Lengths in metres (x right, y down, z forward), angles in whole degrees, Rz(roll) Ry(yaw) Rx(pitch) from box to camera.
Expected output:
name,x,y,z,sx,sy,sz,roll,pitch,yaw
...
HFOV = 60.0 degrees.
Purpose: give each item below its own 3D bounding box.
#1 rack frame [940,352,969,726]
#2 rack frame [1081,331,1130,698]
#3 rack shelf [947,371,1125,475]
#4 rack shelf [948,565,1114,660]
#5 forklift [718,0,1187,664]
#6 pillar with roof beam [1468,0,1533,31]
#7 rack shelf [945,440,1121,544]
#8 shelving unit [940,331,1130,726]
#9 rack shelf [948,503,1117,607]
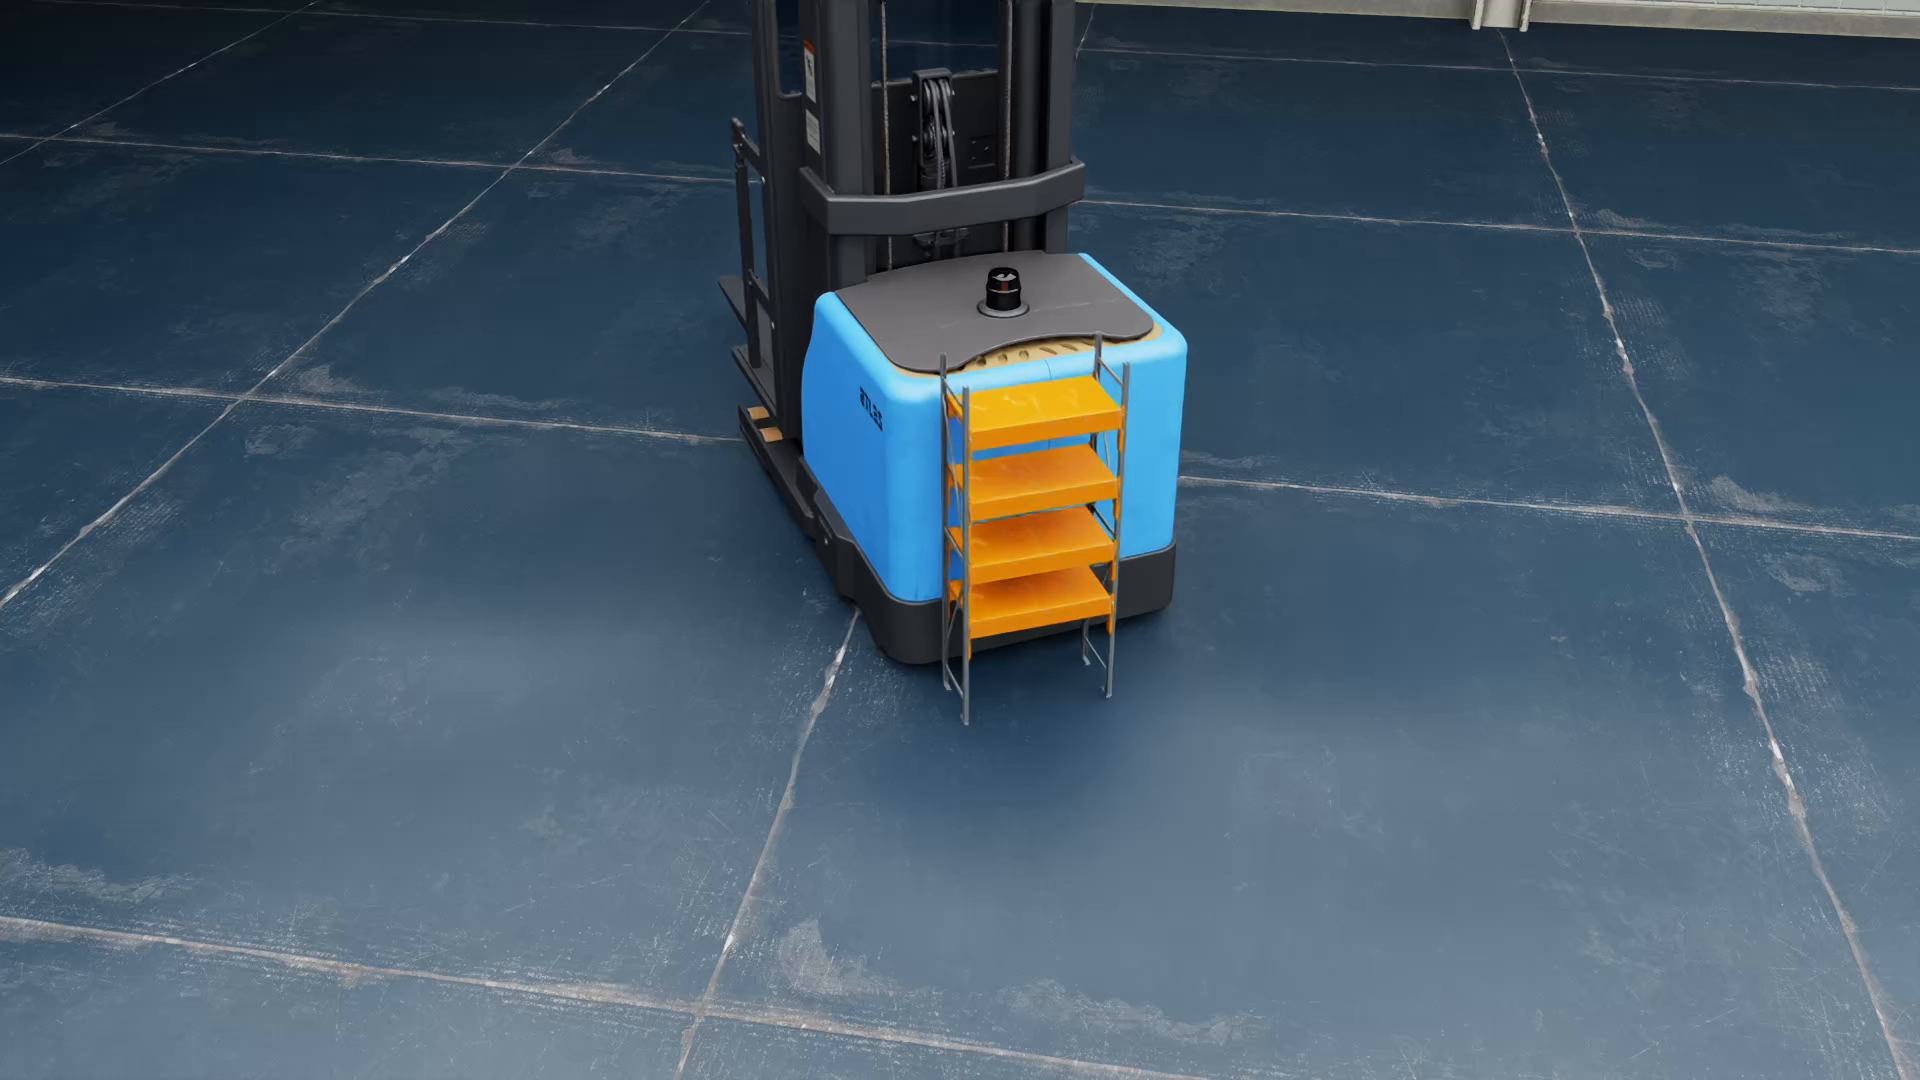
name,x,y,z,sx,sy,sz,roll,pitch,yaw
rack frame,-0.016,0.022,5.083,0.015,1.200,0.240,-10,33,-15
rack frame,0.450,-0.056,5.208,0.015,1.200,0.240,-10,33,-15
rack shelf,0.216,-0.351,4.938,0.480,0.148,0.258,-10,33,-15
rack shelf,0.217,0.209,5.285,0.480,0.148,0.258,-10,33,-15
forklift,-0.267,-1.605,6.051,1.130,2.935,3.031,-12,34,-18
pillar with roof beam,3.277,-5.400,6.396,0.400,9.000,9.100,5,32,8
rack shelf,0.217,-0.150,5.063,0.480,0.148,0.258,-10,33,-15
shelving unit,0.217,-0.017,5.145,0.503,1.200,0.258,-10,33,-15
rack shelf,0.217,0.040,5.181,0.480,0.148,0.258,-10,33,-15
